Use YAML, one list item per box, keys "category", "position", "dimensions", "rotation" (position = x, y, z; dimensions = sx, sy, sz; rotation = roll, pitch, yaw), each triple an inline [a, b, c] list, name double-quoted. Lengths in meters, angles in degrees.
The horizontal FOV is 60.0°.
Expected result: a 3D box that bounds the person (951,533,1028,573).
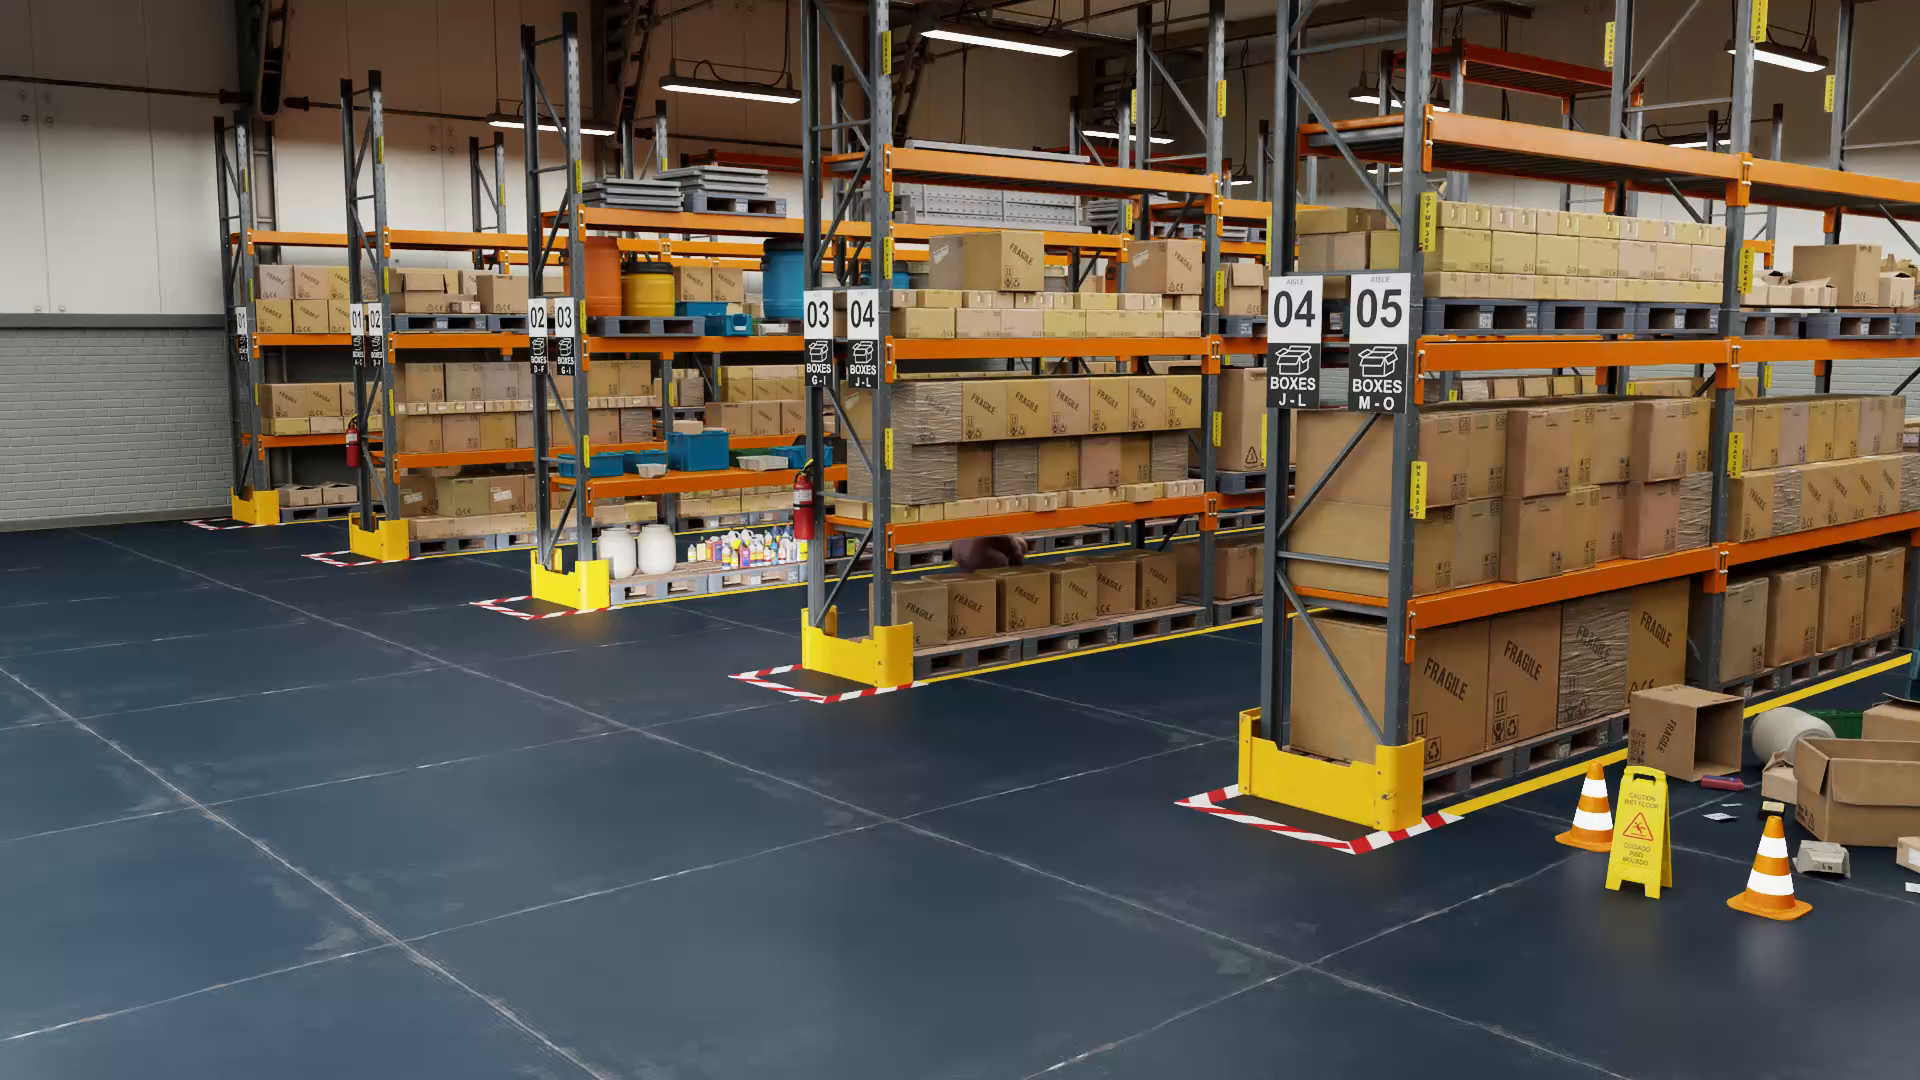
- category: "person"
  position: [0.326, 0.309, 16.676]
  dimensions: [0.947, 0.953, 0.594]
  rotation: [-7, 10, -42]
